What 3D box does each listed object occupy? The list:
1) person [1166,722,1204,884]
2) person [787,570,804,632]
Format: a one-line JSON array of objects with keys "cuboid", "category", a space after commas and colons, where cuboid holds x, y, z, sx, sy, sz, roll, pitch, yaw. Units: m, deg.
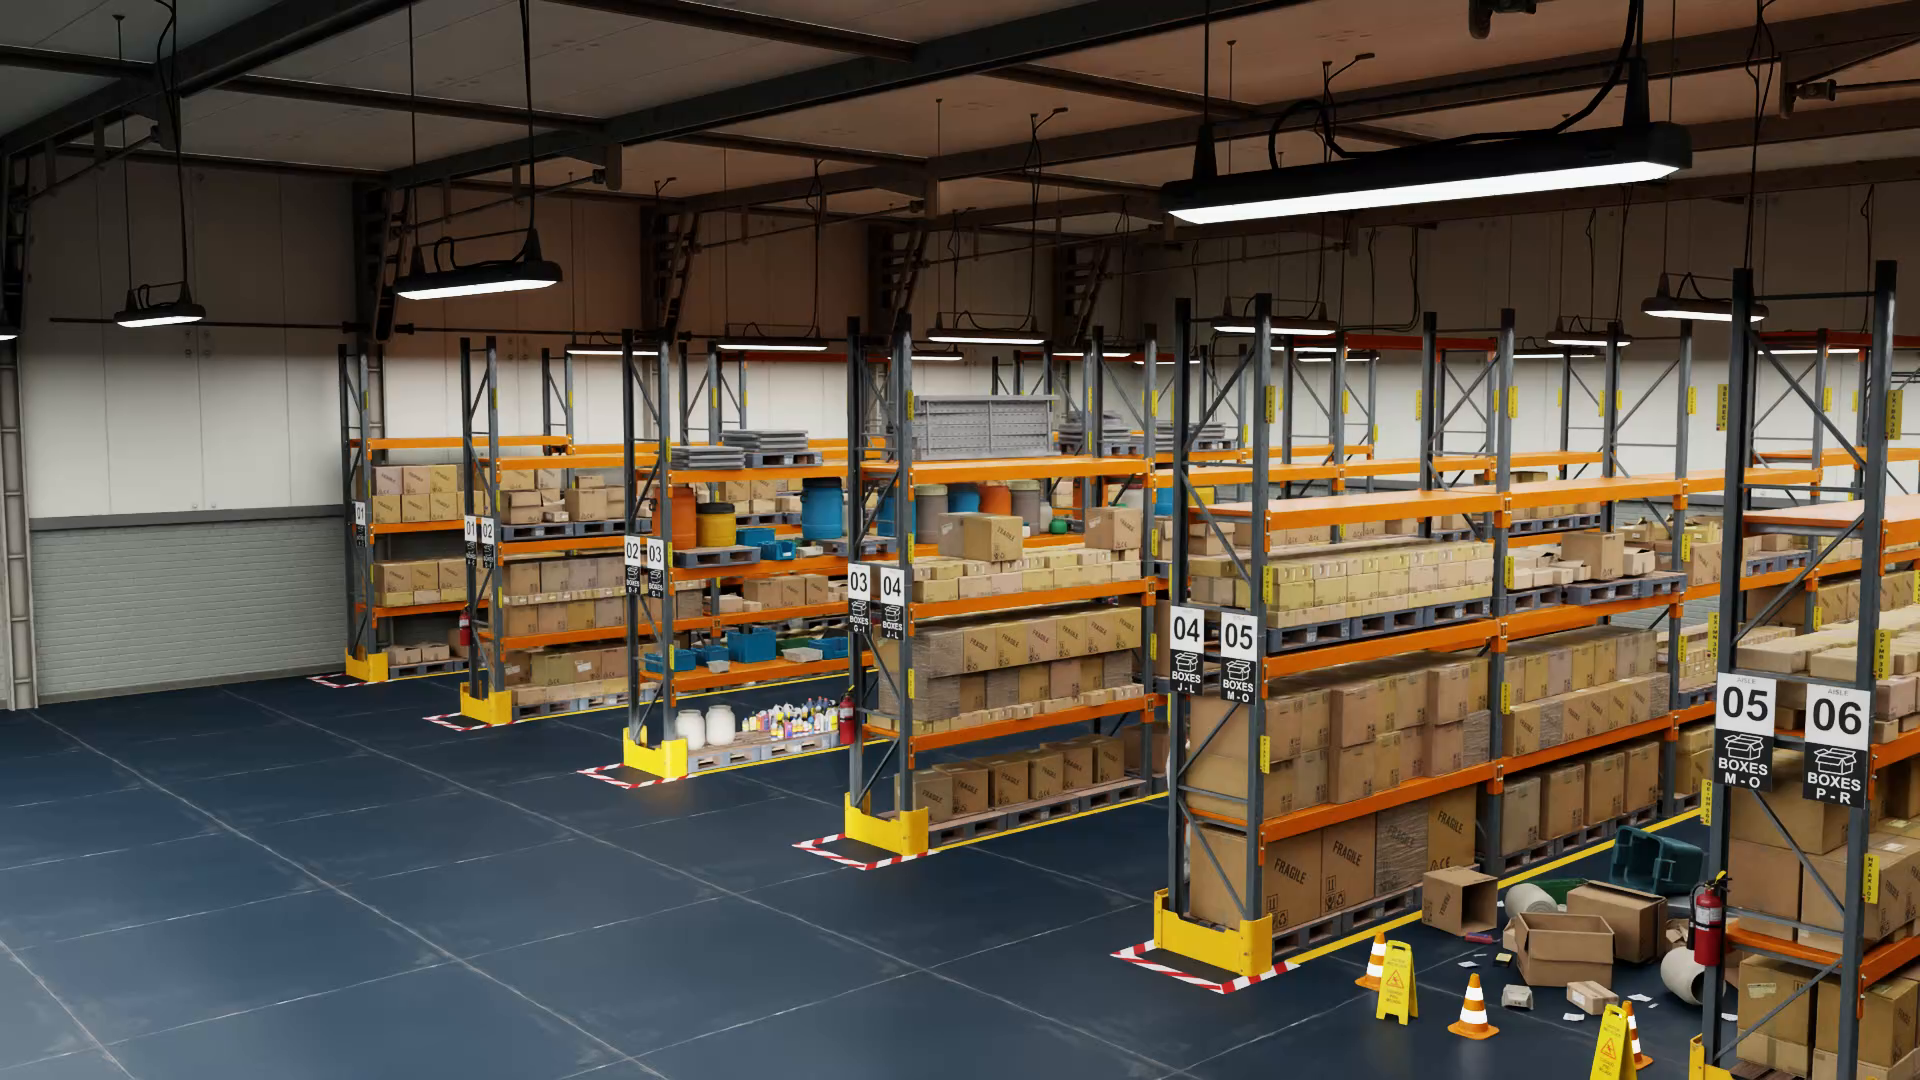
[{"cuboid": [2.488, 2.739, 17.511, 0.631, 1.742, 0.600, -2, 6, -26], "category": "person"}, {"cuboid": [-3.322, 1.367, 32.449, 0.542, 1.775, 0.581, -3, 6, -29], "category": "person"}]
